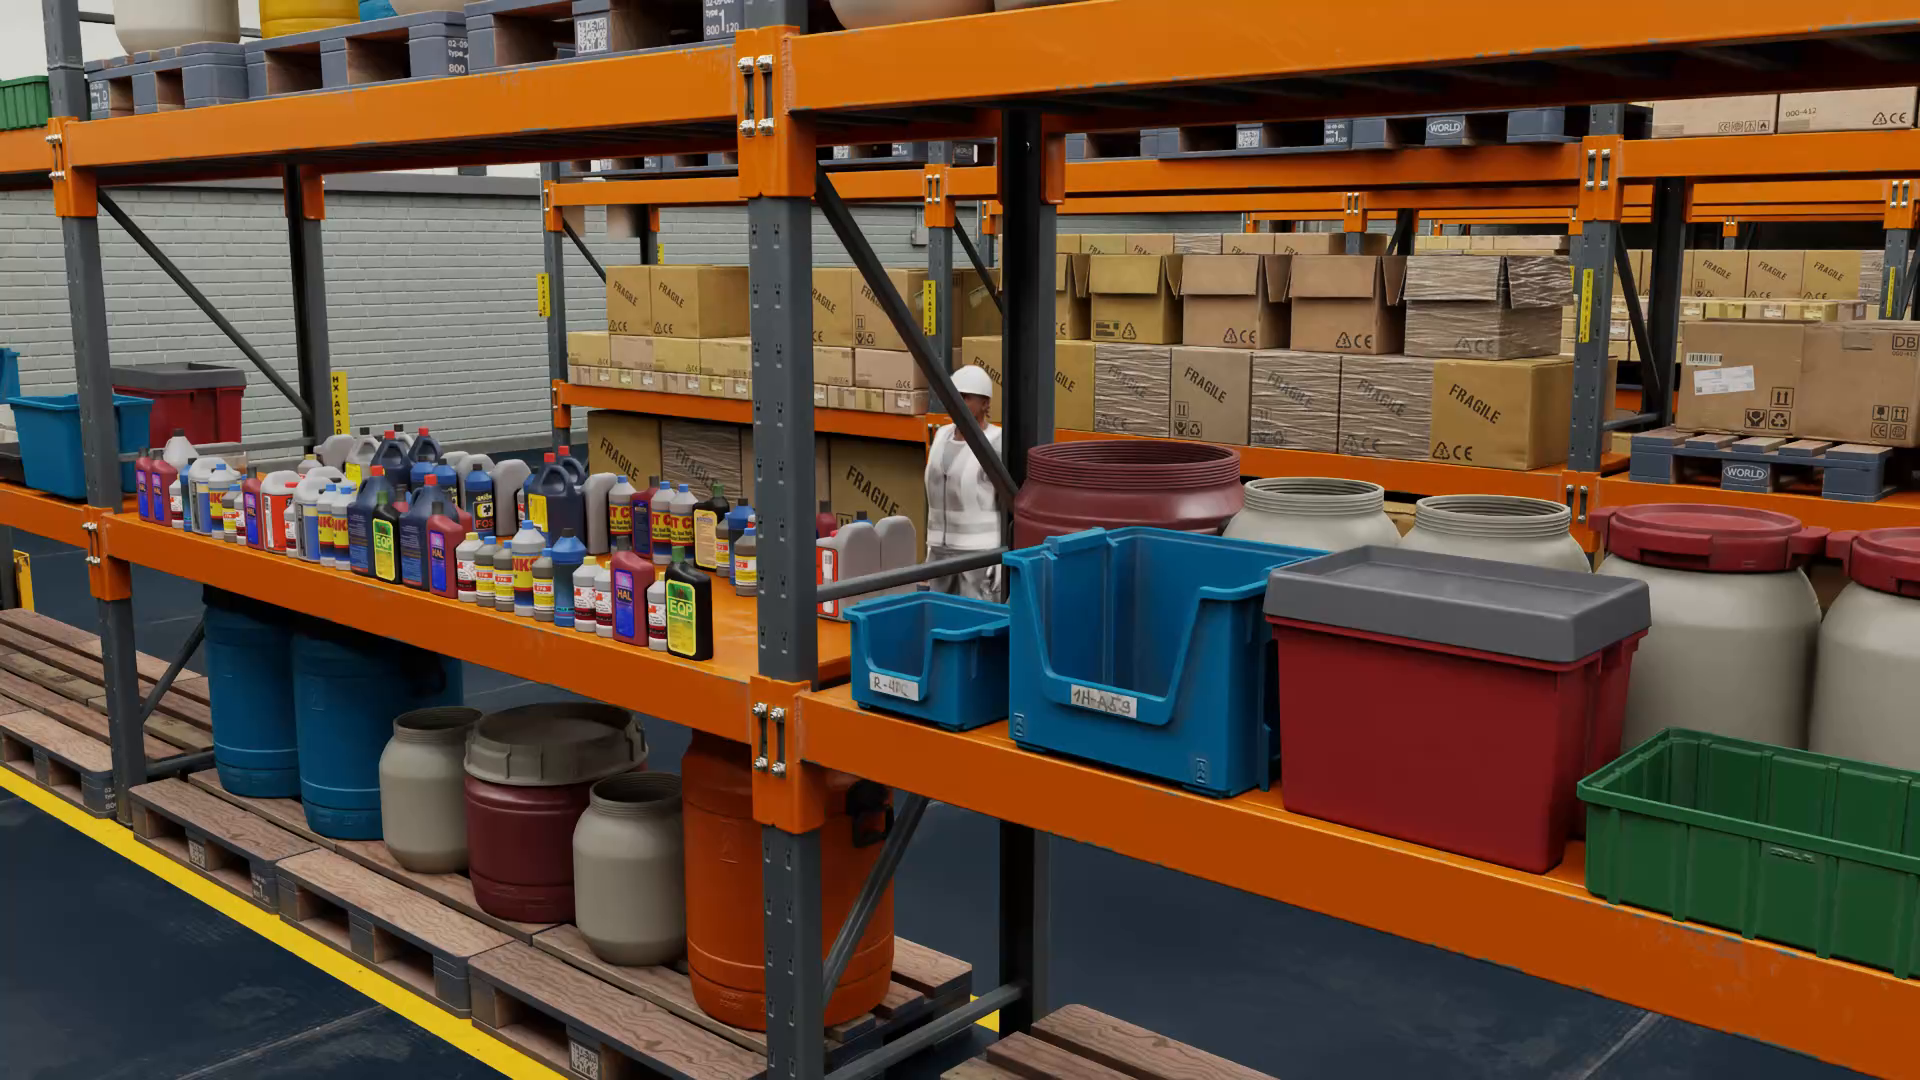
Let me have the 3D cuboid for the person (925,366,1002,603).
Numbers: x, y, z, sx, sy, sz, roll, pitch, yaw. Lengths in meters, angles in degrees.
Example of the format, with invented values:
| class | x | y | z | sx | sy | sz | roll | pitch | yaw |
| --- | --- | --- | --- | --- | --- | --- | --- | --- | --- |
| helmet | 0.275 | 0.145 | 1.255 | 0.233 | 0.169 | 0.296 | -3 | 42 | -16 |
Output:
| class | x | y | z | sx | sy | sz | roll | pitch | yaw |
| --- | --- | --- | --- | --- | --- | --- | --- | --- | --- |
| person | 0.020 | 0.064 | 8.029 | 0.553 | 1.801 | 0.424 | 9 | 14 | 43 |
